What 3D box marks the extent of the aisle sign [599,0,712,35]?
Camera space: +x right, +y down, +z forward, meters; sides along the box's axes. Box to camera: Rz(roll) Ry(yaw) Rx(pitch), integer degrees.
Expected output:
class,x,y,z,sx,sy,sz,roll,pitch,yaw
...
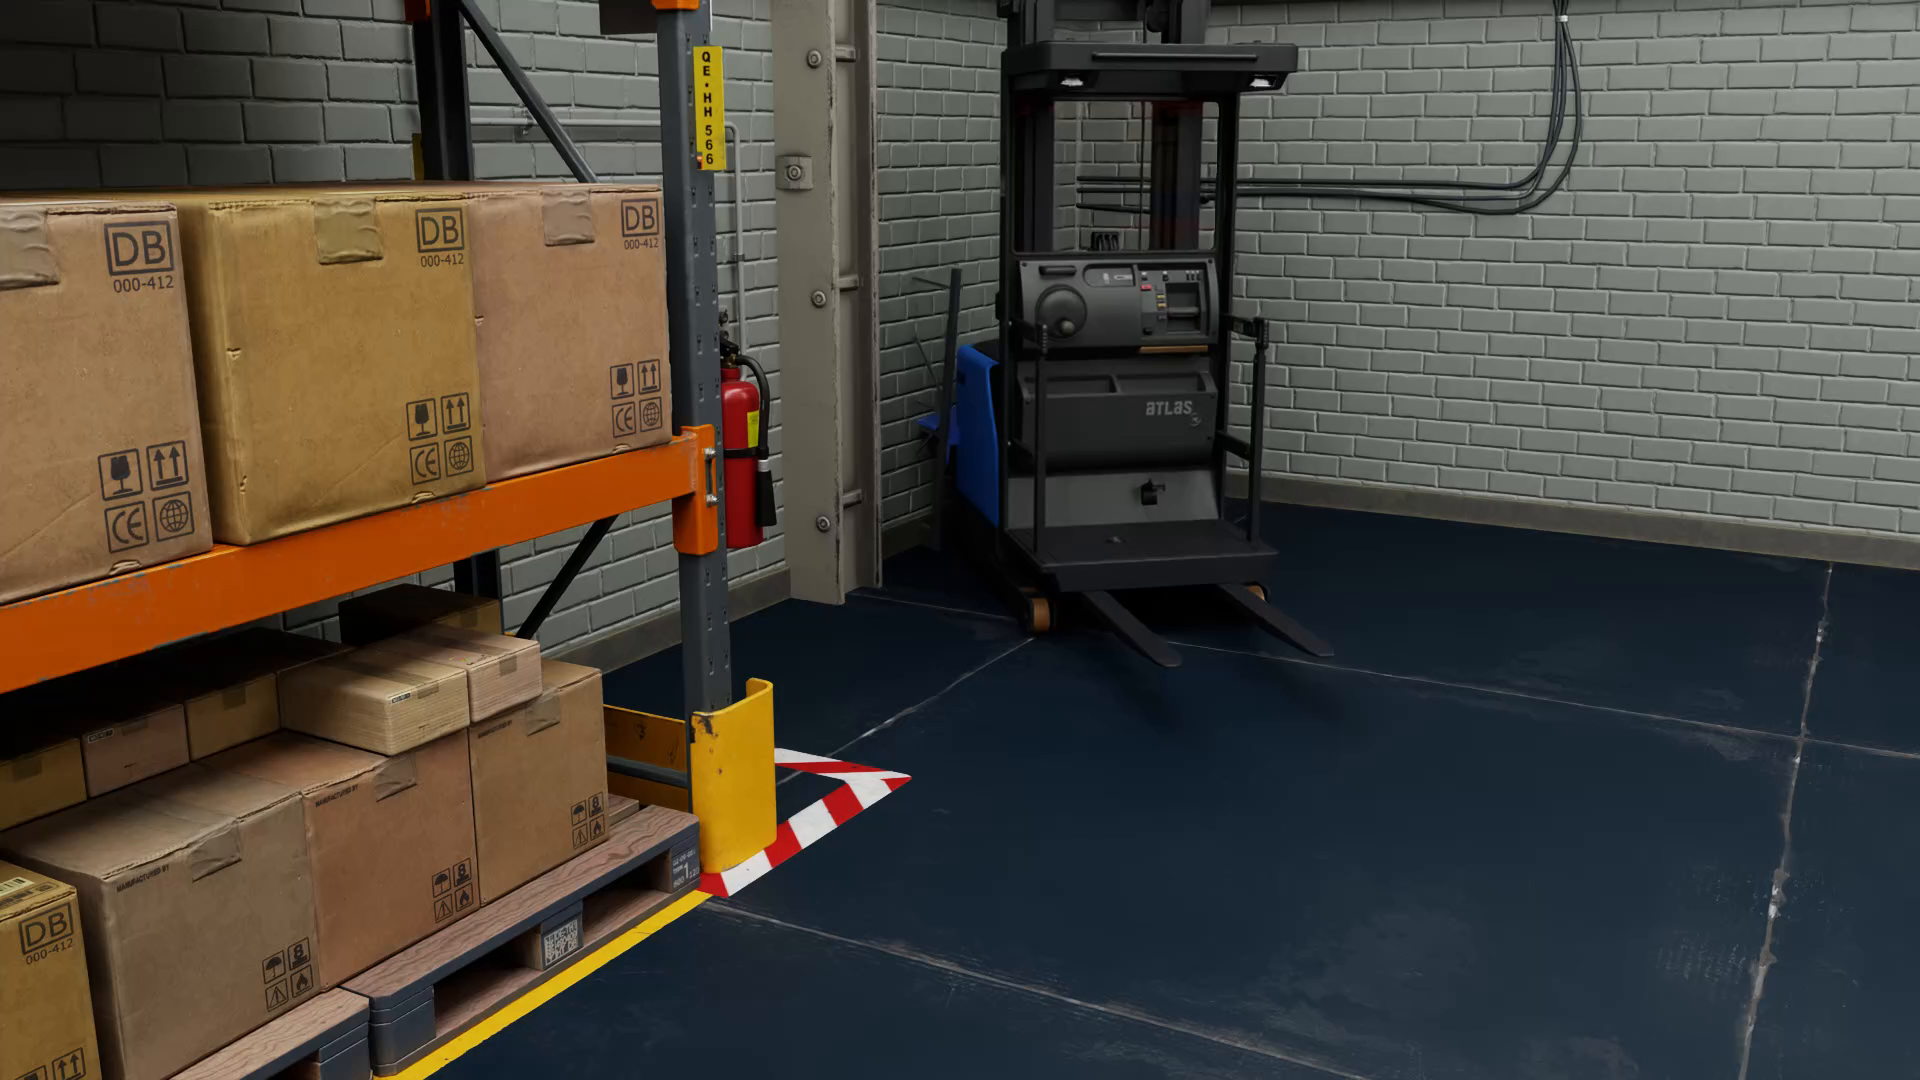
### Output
class,x,y,z,sx,sy,sz,roll,pitch,yaw
aisle sign,-0.855,-1.804,4.571,0.394,0.787,0.004,7,15,28

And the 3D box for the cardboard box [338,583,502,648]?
class,x,y,z,sx,sy,sz,roll,pitch,yaw
cardboard box,-1.518,0.242,4.681,0.380,0.149,0.250,7,15,28

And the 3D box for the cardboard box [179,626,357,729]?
class,x,y,z,sx,sy,sz,roll,pitch,yaw
cardboard box,-1.762,0.346,4.250,0.380,0.149,0.250,7,15,28

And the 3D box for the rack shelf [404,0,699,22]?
class,x,y,z,sx,sy,sz,roll,pitch,yaw
rack shelf,-2.119,-1.258,2.987,1.077,0.370,4.000,7,15,28

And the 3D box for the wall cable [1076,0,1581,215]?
class,x,y,z,sx,sy,sz,roll,pitch,yaw
wall cable,1.895,-3.087,9.262,3.097,2.526,0.112,7,15,28

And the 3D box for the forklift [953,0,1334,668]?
class,x,y,z,sx,sy,sz,roll,pitch,yaw
forklift,0.772,-1.104,7.358,1.130,2.935,3.031,-3,14,-12

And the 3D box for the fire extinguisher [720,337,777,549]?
class,x,y,z,sx,sy,sz,roll,pitch,yaw
fire extinguisher,-0.676,-0.320,4.920,0.296,0.674,0.183,7,15,28

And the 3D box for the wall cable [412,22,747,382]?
class,x,y,z,sx,sy,sz,roll,pitch,yaw
wall cable,-1.362,-1.424,6.371,0.084,1.984,1.851,7,15,28

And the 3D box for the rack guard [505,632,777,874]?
class,x,y,z,sx,sy,sz,roll,pitch,yaw
rack guard,-1.141,0.650,5.269,1.175,0.500,0.348,7,15,28

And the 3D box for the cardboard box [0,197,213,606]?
class,x,y,z,sx,sy,sz,roll,pitch,yaw
cardboard box,-2.109,-0.294,3.213,0.980,0.700,0.700,7,15,25

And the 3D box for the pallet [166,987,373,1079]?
class,x,y,z,sx,sy,sz,roll,pitch,yaw
pallet,-2.061,1.218,3.531,1.003,0.211,1.213,7,15,28

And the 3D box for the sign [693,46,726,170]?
class,x,y,z,sx,sy,sz,roll,pitch,yaw
sign,-0.684,-1.174,4.526,0.100,0.325,0.005,7,15,28

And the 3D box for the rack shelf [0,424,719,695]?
class,x,y,z,sx,sy,sz,roll,pitch,yaw
rack shelf,-2.119,0.200,3.338,1.077,0.370,4.000,7,15,28

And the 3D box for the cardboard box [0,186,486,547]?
class,x,y,z,sx,sy,sz,roll,pitch,yaw
cardboard box,-1.732,-0.449,3.858,0.980,0.700,0.700,7,15,28

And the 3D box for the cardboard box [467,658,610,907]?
class,x,y,z,sx,sy,sz,roll,pitch,yaw
cardboard box,-1.403,0.606,4.557,0.700,0.500,0.500,7,15,28

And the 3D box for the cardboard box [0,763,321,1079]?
class,x,y,z,sx,sy,sz,roll,pitch,yaw
cardboard box,-1.888,0.812,3.703,0.700,0.500,0.500,7,15,26

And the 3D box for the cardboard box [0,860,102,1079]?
class,x,y,z,sx,sy,sz,roll,pitch,yaw
cardboard box,-2.139,0.922,3.246,0.700,0.500,0.500,8,16,29

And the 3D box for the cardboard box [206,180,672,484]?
class,x,y,z,sx,sy,sz,roll,pitch,yaw
cardboard box,-1.390,-0.600,4.482,0.980,0.700,0.700,8,16,31

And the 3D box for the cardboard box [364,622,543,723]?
class,x,y,z,sx,sy,sz,roll,pitch,yaw
cardboard box,-1.306,0.338,4.286,0.380,0.149,0.250,7,15,27

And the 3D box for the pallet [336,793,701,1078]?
class,x,y,z,sx,sy,sz,roll,pitch,yaw
pallet,-1.471,0.969,4.565,1.003,0.211,1.213,7,15,28

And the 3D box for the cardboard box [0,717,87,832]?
class,x,y,z,sx,sy,sz,roll,pitch,yaw
cardboard box,-2.129,0.503,3.602,0.380,0.149,0.250,8,15,29

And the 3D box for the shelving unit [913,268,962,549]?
class,x,y,z,sx,sy,sz,roll,pitch,yaw
shelving unit,0.133,-0.815,9.111,1.048,1.500,0.538,-14,26,-42

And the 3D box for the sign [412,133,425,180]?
class,x,y,z,sx,sy,sz,roll,pitch,yaw
sign,-1.635,-1.083,5.111,0.100,0.325,0.005,7,15,28

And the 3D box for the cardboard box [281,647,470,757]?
class,x,y,z,sx,sy,sz,roll,pitch,yaw
cardboard box,-1.429,0.390,4.068,0.380,0.149,0.250,8,16,30

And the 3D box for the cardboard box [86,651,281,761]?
class,x,y,z,sx,sy,sz,roll,pitch,yaw
cardboard box,-1.884,0.398,4.037,0.380,0.149,0.250,8,15,29

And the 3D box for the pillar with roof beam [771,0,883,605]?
class,x,y,z,sx,sy,sz,roll,pitch,yaw
pillar with roof beam,3.164,-3.641,4.934,9.100,9.000,0.400,7,15,28

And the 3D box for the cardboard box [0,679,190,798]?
class,x,y,z,sx,sy,sz,roll,pitch,yaw
cardboard box,-2.006,0.450,3.820,0.380,0.149,0.250,8,16,29

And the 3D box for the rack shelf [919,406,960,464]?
class,x,y,z,sx,sy,sz,roll,pitch,yaw
rack shelf,0.119,-0.646,9.170,1.000,0.185,0.538,-14,26,-42

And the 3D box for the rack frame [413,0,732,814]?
class,x,y,z,sx,sy,sz,roll,pitch,yaw
rack frame,-1.153,-0.560,4.956,1.000,3.000,0.127,7,15,28

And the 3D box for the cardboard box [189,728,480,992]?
class,x,y,z,sx,sy,sz,roll,pitch,yaw
cardboard box,-1.645,0.709,4.131,0.700,0.500,0.500,7,15,28

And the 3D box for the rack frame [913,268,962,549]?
class,x,y,z,sx,sy,sz,roll,pitch,yaw
rack frame,-0.232,-0.727,8.769,0.032,1.500,0.500,-14,26,-42
